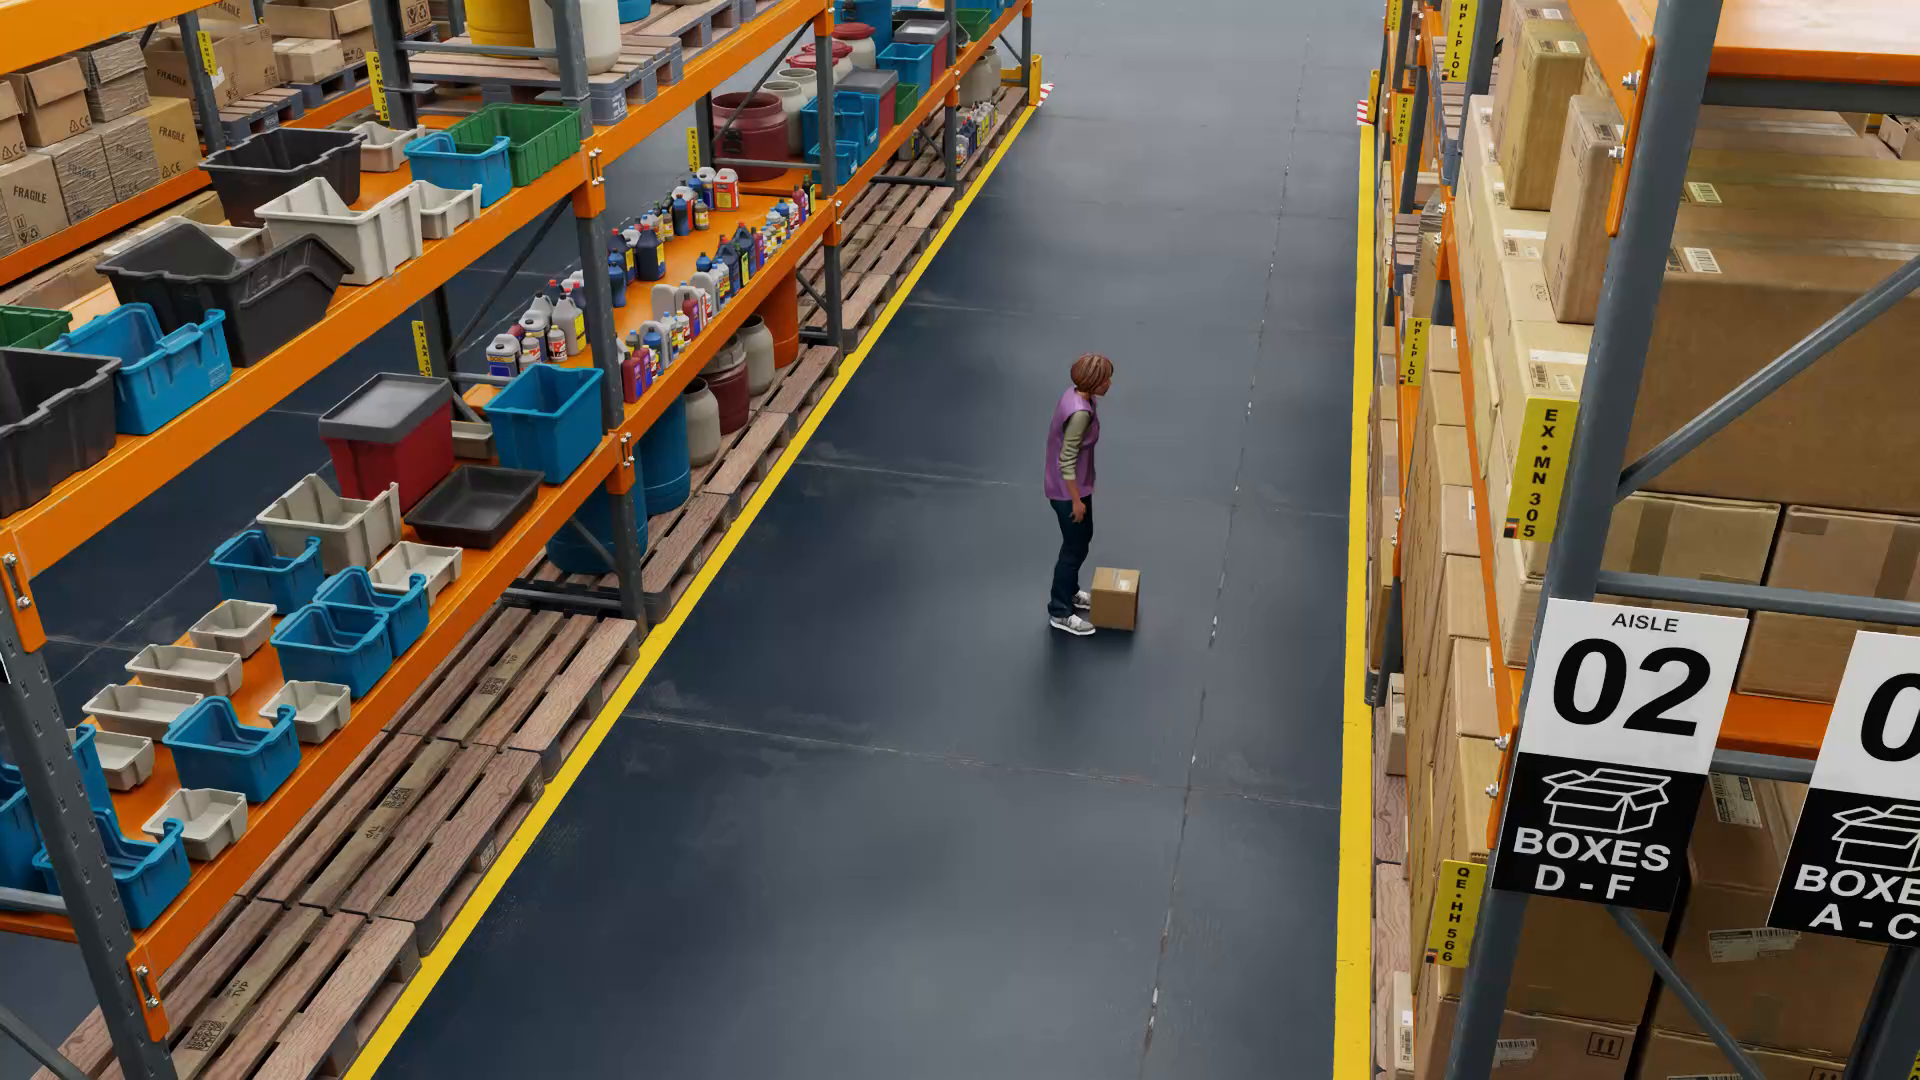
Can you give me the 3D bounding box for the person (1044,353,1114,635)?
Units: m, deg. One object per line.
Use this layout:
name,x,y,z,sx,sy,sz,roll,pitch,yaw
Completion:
person,0.633,-0.276,9.111,0.345,1.592,0.478,4,29,8
